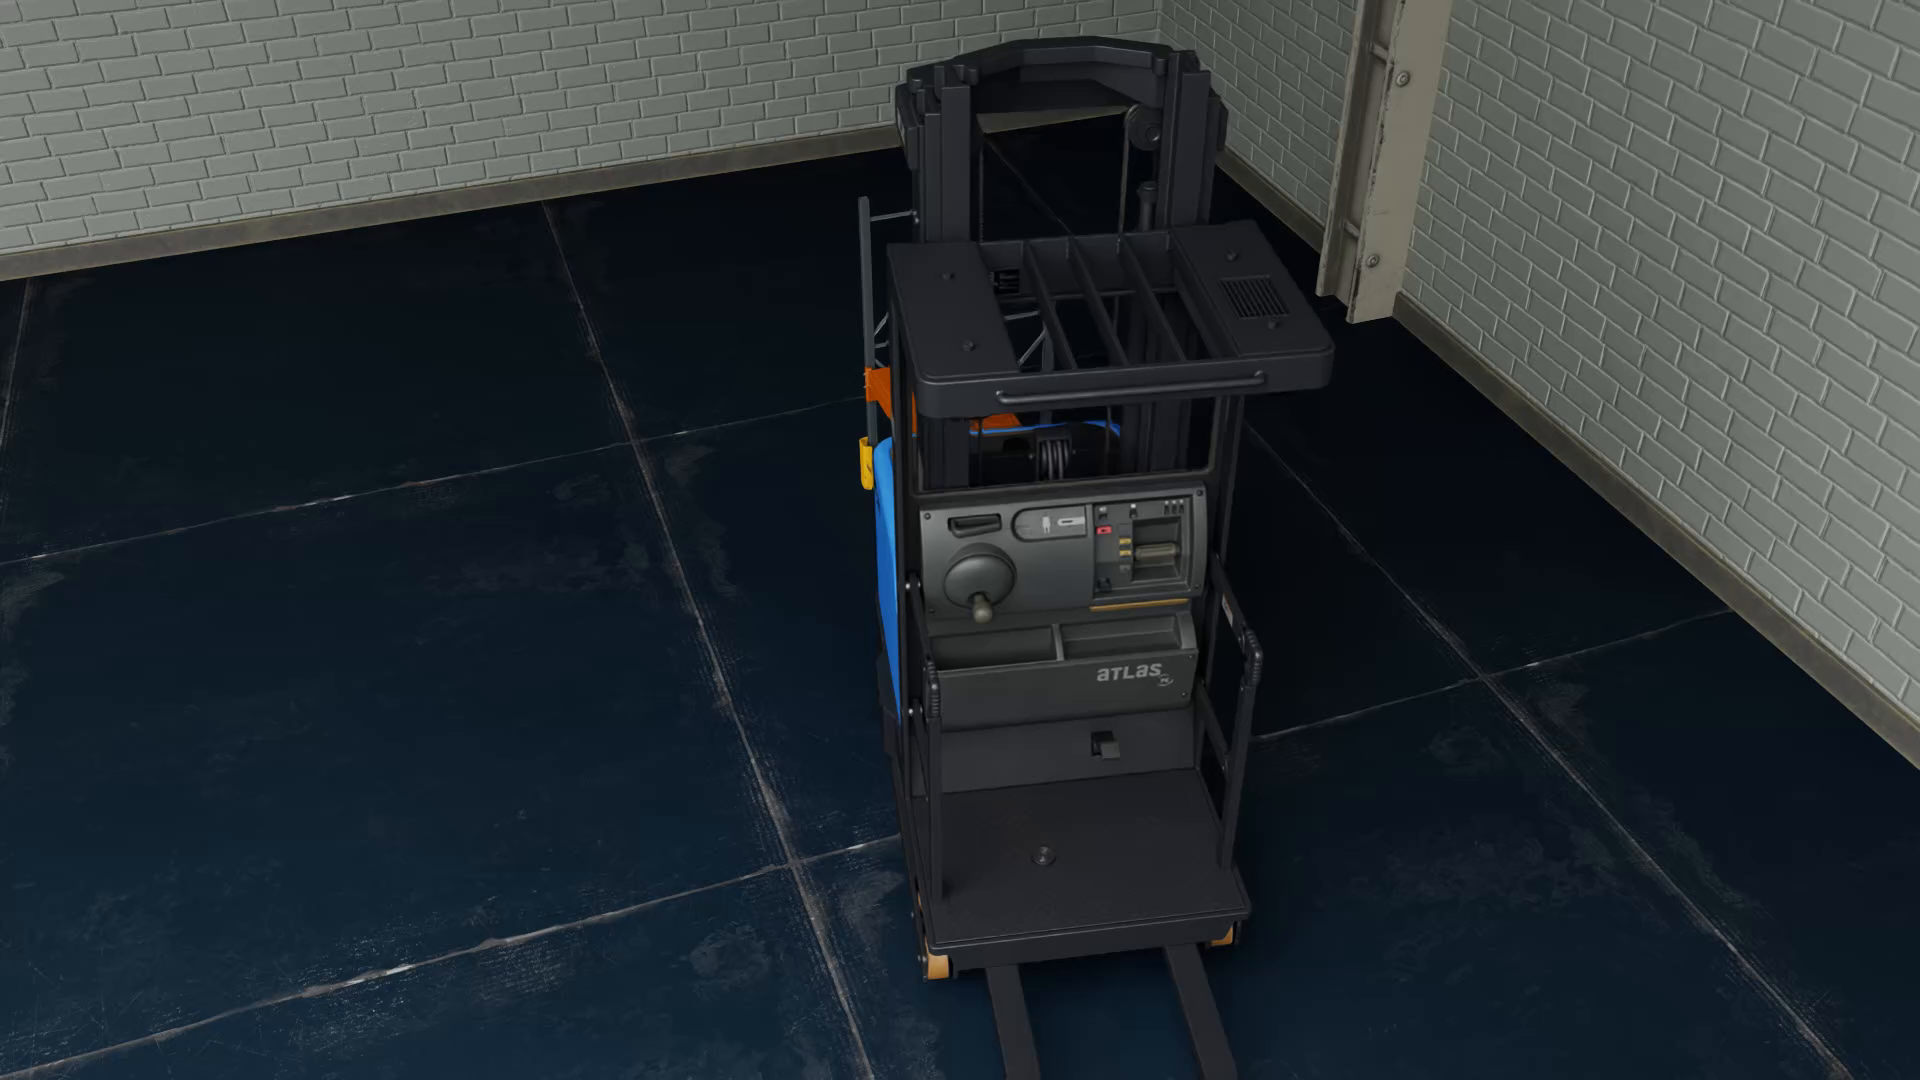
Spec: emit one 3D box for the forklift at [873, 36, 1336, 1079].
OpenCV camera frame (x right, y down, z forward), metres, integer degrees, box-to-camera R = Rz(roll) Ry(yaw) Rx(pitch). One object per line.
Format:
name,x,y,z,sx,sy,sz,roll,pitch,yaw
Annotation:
forklift,0.370,0.112,5.165,1.130,2.935,3.031,-5,37,-7

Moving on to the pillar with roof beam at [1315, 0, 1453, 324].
pillar with roof beam,-1.769,-4.063,5.665,9.100,9.000,0.400,-12,39,-16

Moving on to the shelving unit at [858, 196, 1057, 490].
shelving unit,-0.026,-0.642,7.356,0.587,1.500,1.083,-12,39,-16

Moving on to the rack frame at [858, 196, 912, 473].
rack frame,-0.204,-0.934,7.744,0.500,1.500,0.032,-12,39,-16

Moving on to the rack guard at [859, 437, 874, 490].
rack guard,-0.198,-0.424,8.105,0.587,0.250,0.087,-12,39,-16

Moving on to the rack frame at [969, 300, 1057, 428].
rack frame,0.146,-0.360,6.981,0.500,1.500,0.032,-12,39,-16

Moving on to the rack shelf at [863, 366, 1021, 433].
rack shelf,-0.029,-0.504,7.471,0.538,0.185,1.000,-12,39,-16
